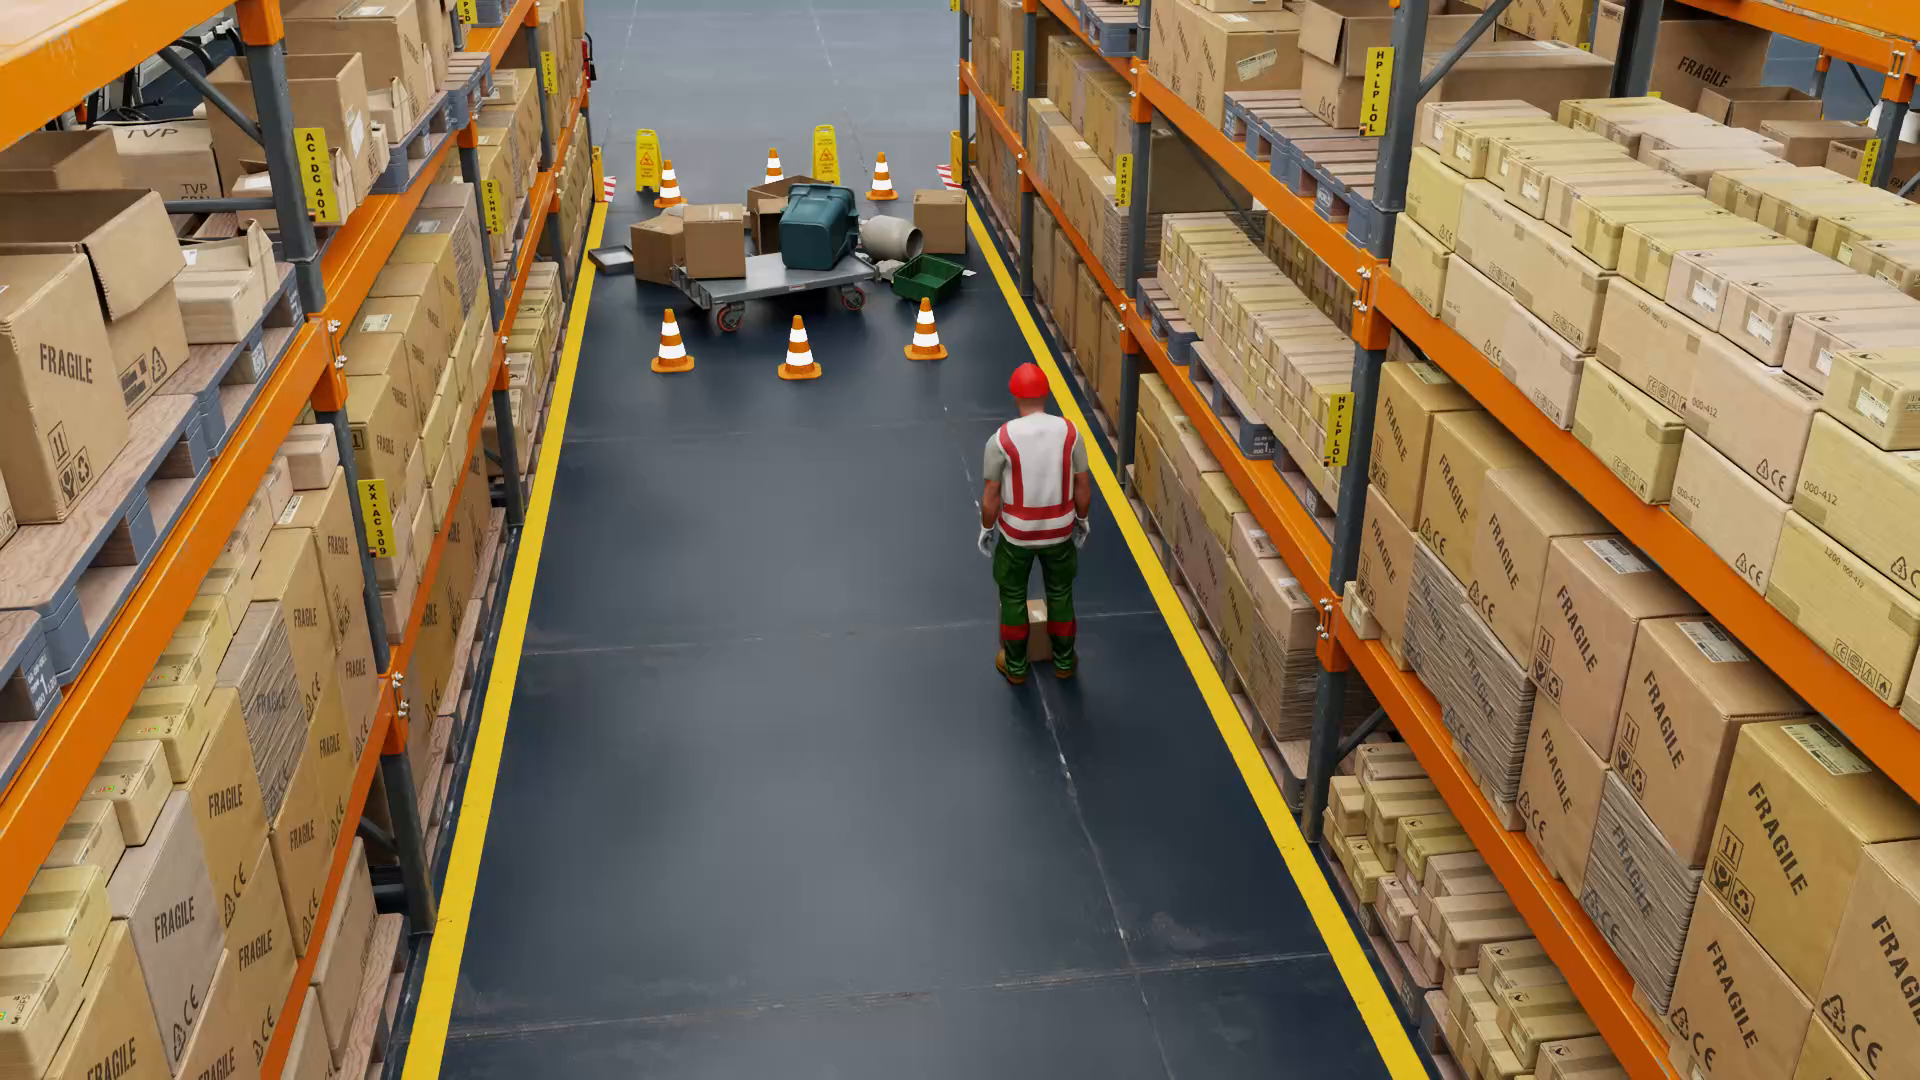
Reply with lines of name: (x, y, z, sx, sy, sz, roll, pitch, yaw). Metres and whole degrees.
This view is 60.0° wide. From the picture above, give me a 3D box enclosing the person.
person: (0.391, -0.067, 8.736, 0.608, 1.777, 0.453, -5, 27, -9)
